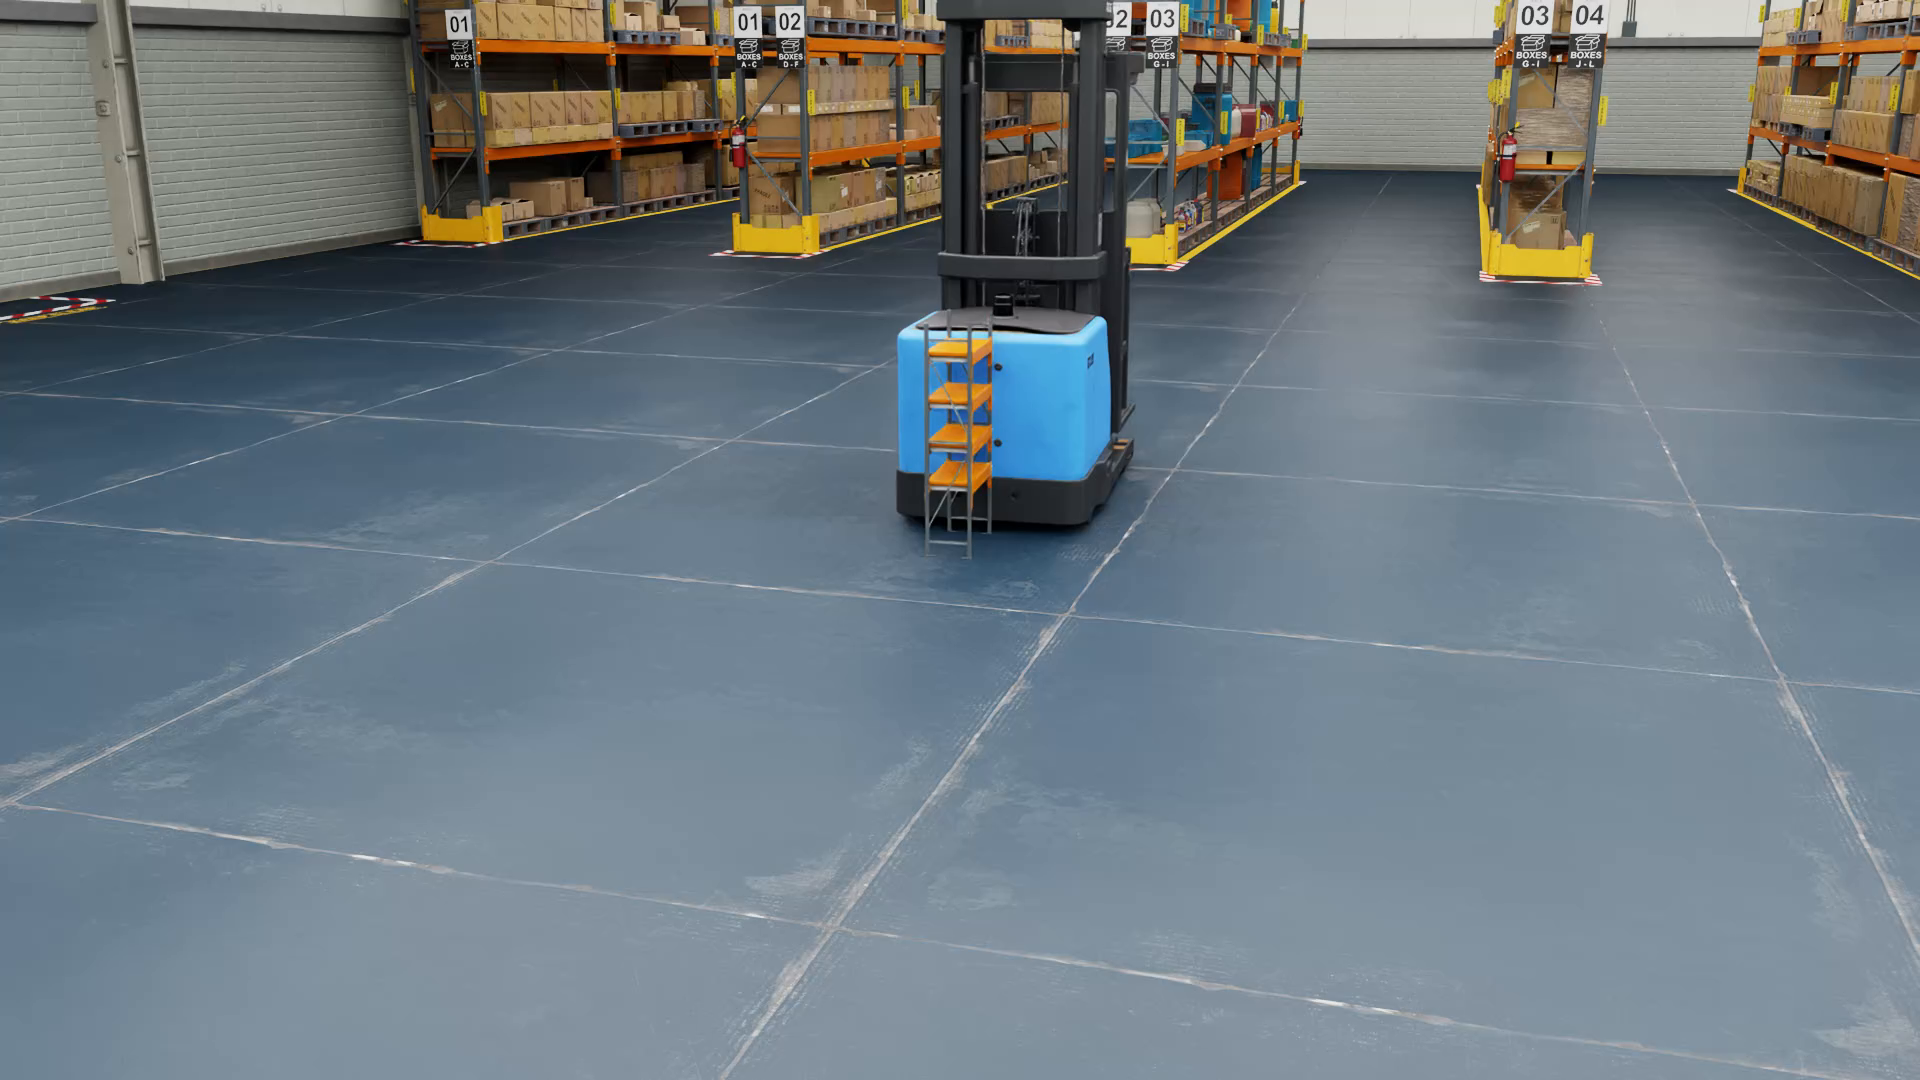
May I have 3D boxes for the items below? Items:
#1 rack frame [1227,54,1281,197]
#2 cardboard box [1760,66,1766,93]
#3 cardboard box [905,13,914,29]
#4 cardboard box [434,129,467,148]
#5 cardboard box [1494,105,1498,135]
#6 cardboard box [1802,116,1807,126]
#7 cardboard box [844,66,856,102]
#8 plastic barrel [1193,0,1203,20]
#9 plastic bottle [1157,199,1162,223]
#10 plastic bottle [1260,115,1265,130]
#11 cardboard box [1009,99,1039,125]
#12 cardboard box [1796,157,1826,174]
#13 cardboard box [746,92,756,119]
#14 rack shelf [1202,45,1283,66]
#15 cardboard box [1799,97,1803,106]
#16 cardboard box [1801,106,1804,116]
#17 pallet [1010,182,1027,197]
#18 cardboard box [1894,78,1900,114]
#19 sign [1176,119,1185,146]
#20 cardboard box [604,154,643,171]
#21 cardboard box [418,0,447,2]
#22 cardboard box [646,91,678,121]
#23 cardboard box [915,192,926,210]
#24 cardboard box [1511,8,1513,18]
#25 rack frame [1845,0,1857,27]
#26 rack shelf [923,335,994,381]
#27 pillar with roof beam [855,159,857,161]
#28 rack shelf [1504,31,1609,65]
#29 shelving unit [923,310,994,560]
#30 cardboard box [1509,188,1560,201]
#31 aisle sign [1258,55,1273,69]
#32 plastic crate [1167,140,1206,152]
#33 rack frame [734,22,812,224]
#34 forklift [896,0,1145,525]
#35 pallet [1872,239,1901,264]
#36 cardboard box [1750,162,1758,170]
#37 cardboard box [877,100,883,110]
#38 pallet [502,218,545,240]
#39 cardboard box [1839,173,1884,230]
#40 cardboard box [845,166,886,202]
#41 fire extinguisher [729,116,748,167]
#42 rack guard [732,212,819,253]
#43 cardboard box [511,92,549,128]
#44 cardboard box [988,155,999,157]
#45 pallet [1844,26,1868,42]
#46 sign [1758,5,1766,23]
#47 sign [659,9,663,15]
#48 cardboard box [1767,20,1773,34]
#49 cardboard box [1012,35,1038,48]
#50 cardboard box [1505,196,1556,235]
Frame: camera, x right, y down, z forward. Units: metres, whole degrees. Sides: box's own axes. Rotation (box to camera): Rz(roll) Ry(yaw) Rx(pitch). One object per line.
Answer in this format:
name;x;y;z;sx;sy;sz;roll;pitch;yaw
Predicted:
rack frame;5.648;-8.166;32.123;1.000;3.000;0.127;5;16;16
cardboard box;15.741;-8.860;32.009;0.500;0.500;0.500;5;17;17
cardboard box;-1.036;-8.335;26.728;0.500;0.250;0.500;3;16;10
cardboard box;-7.314;-5.870;24.264;0.500;0.250;0.500;5;17;17
cardboard box;9.454;-7.198;28.526;0.500;0.500;0.500;4;16;14
cardboard box;13.980;-6.838;27.131;0.380;0.149;0.250;4;16;13
cardboard box;-1.922;-6.620;24.111;0.700;0.500;0.500;5;16;16
plastic barrel;3.311;-7.907;24.794;0.600;0.901;0.708;5;16;16
plastic bottle;2.885;-4.820;24.374;0.144;0.351;0.185;5;16;16
plastic bottle;5.560;-7.715;30.761;0.152;0.276;0.135;5;16;16
cardboard box;1.306;-8.711;33.862;0.500;0.500;0.500;5;17;17
cardboard box;14.362;-6.286;27.930;0.500;0.250;0.500;5;17;18
cardboard box;-4.304;-8.462;32.401;0.500;0.500;0.500;5;16;16
rack shelf;5.079;-8.740;29.967;1.077;0.370;4.000;5;16;16
cardboard box;14.131;-7.262;27.535;0.380;0.149;0.250;5;17;18
cardboard box;14.055;-7.051;27.337;0.380;0.149;0.250;5;17;17
pallet;0.705;-6.994;33.100;1.003;0.211;1.213;5;16;16
cardboard box;12.985;-5.937;22.250;0.700;0.500;0.500;4;16;15
sign;2.764;-5.116;20.862;0.100;0.325;0.005;5;16;16
cardboard box;-5.809;-6.520;28.721;0.500;0.250;0.500;4;16;15
cardboard box;-7.389;-7.910;23.670;0.500;0.500;0.500;5;17;18
cardboard box;-5.444;-7.696;29.476;0.700;0.500;0.500;5;16;16
cardboard box;-0.875;-5.557;27.194;0.500;0.250;0.500;5;17;17
cardboard box;7.735;-7.191;22.731;0.380;0.149;0.250;4;16;14
rack frame;13.986;-9.211;24.811;1.000;3.000;0.127;5;16;16
rack shelf;-0.005;-0.927;8.459;0.258;0.148;0.480;4;16;13
pillar with roof beam;1.351;-13.307;39.252;9.100;9.000;0.400;5;16;16
rack shelf;7.555;-6.263;21.233;1.077;0.370;4.000;5;16;16
shelving unit;-0.005;-0.549;8.567;0.258;1.200;0.503;4;16;13
cardboard box;8.318;-4.857;24.231;0.700;0.500;0.500;3;16;12
aisle sign;6.520;-10.505;35.605;0.394;0.787;0.004;5;16;16
plastic crate;3.156;-5.502;23.212;0.530;0.136;0.437;5;16;16
rack frame;-2.511;-5.412;22.412;1.000;3.000;0.127;5;16;16
forklift;0.484;-1.850;9.979;1.130;2.935;3.031;4;16;13
pallet;12.559;-3.743;21.641;1.003;0.211;1.213;5;16;16
cardboard box;15.628;-7.286;32.384;0.380;0.149;0.250;5;16;16
cardboard box;-1.390;-6.597;25.220;0.380;0.149;0.250;4;16;14
pallet;-6.975;-4.683;24.953;1.003;0.211;1.213;5;16;16
cardboard box;13.218;-4.819;23.676;1.050;0.750;0.750;5;16;16
cardboard box;-1.449;-5.430;25.371;0.500;0.500;0.500;5;16;16
fire extinguisher;-2.989;-5.380;22.440;0.296;0.674;0.183;5;16;16
rack guard;-2.517;-4.203;22.731;1.175;0.500;0.348;5;16;16
cardboard box;-6.534;-6.458;24.964;0.500;0.500;0.500;4;16;14
cardboard box;0.529;-7.453;33.382;0.500;0.500;0.500;4;16;13
pallet;13.854;-7.504;24.638;1.213;0.211;1.003;5;17;18
sign;15.740;-10.323;32.628;0.100;0.325;0.005;5;16;16
sign;-5.517;-9.663;30.810;0.100;0.325;0.005;5;16;16
cardboard box;15.739;-9.797;31.736;0.500;0.250;0.500;4;16;15
cardboard box;1.275;-10.030;33.472;0.500;0.250;0.500;5;16;16
cardboard box;7.815;-4.436;22.785;0.500;0.500;0.500;11;19;33
